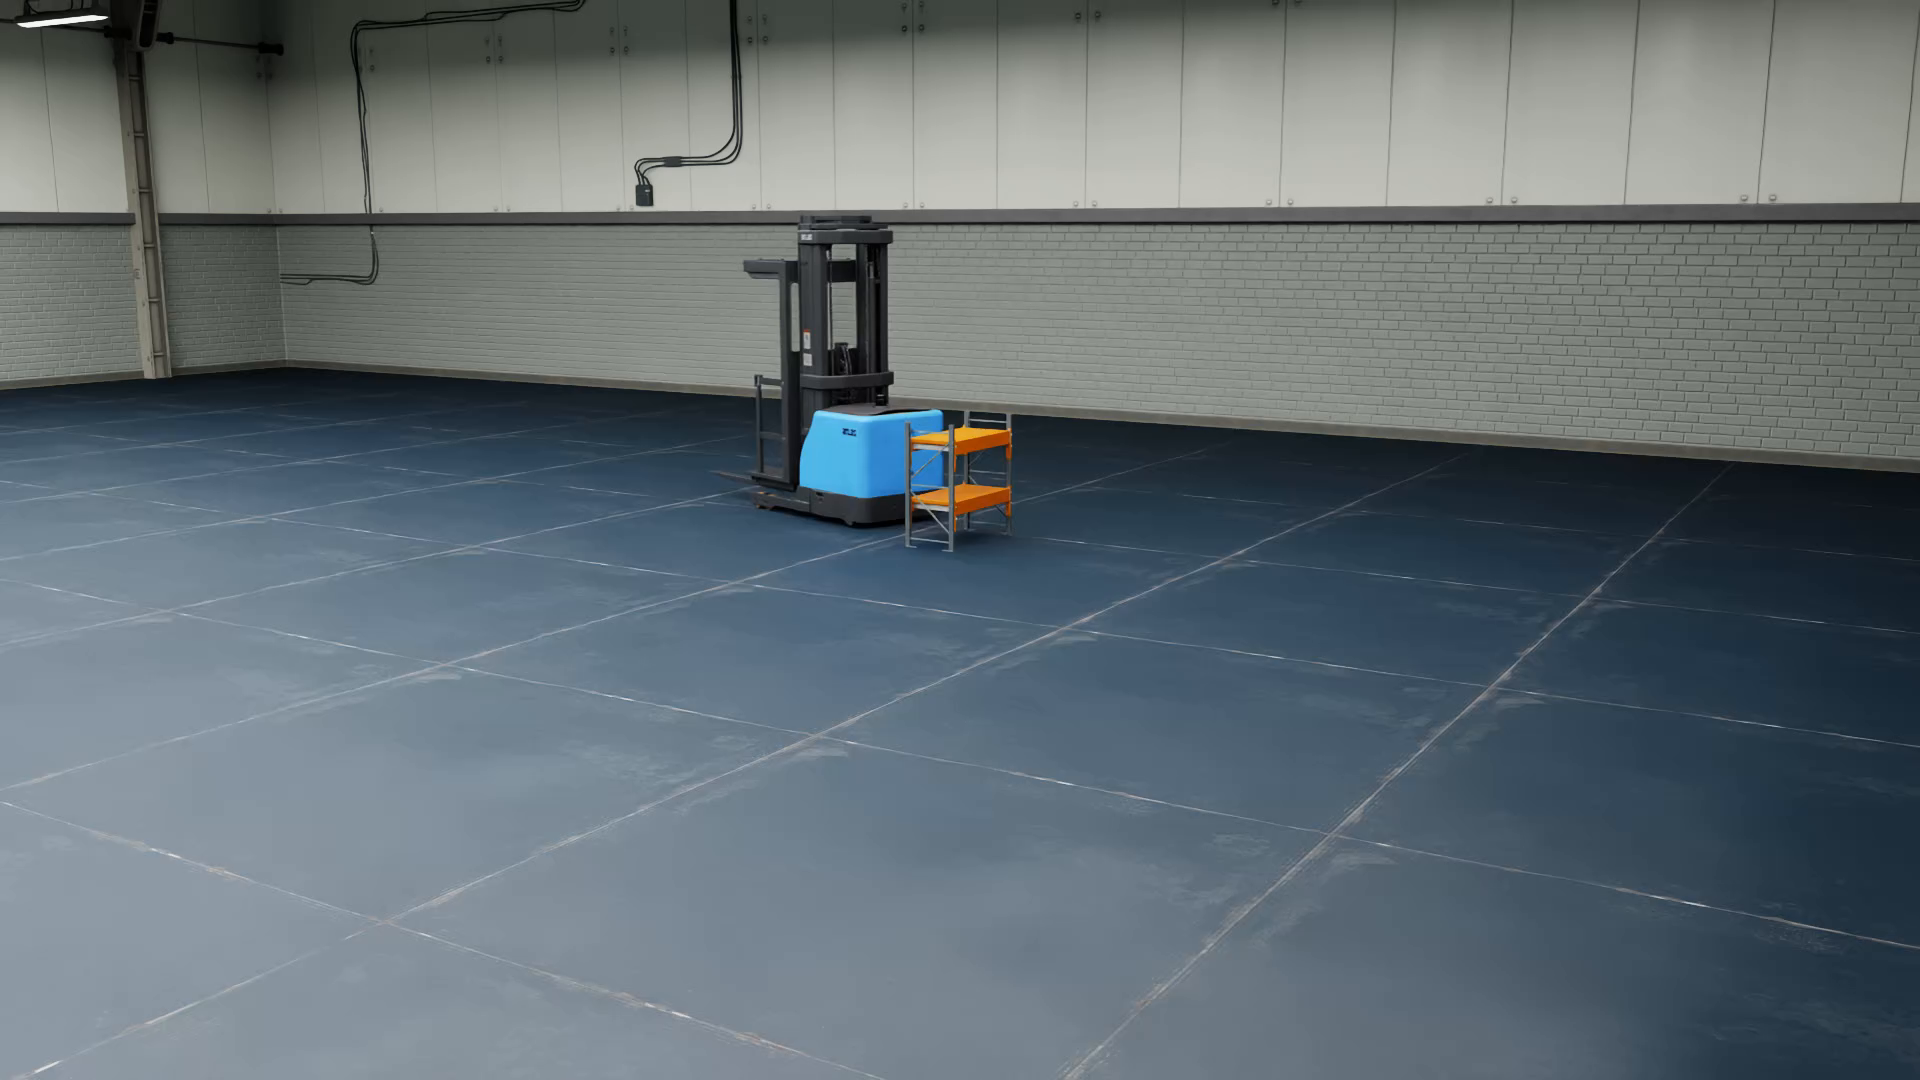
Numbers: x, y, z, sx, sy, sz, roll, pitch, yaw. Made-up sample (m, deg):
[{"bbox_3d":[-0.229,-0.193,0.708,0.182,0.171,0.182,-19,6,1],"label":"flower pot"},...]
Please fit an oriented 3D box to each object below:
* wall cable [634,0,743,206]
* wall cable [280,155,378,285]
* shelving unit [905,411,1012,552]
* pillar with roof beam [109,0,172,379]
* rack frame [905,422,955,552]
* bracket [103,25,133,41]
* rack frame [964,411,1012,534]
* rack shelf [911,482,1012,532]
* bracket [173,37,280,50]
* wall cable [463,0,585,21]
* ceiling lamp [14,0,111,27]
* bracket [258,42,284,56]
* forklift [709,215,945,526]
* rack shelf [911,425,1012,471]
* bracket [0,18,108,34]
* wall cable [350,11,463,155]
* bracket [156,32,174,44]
[{"bbox_3d":[-4.604,-8.631,27.658,2.305,6.003,0.169,6,12,31],"label":"wall cable"},{"bbox_3d":[-12.709,-6.343,33.114,3.097,2.526,0.112,6,12,31],"label":"wall cable"},{"bbox_3d":[-0.003,-0.552,15.141,0.538,1.125,1.048,6,12,31],"label":"shelving unit"},{"bbox_3d":[-11.690,-7.121,28.832,9.100,9.000,0.548,6,12,31],"label":"pillar with roof beam"},{"bbox_3d":[-0.267,-0.472,14.714,0.500,1.125,0.032,6,12,31],"label":"rack frame"},{"bbox_3d":[-15.281,-9.202,30.168,0.235,0.232,0.430,6,12,31],"label":"bracket"},{"bbox_3d":[0.260,-0.632,15.568,0.500,1.125,0.032,6,12,31],"label":"rack frame"},{"bbox_3d":[-0.003,-0.312,15.186,0.538,0.278,1.000,6,12,31],"label":"rack shelf"},{"bbox_3d":[-13.926,-9.613,32.360,0.076,0.066,3.189,6,12,31],"label":"bracket"},{"bbox_3d":[-7.752,-10.507,29.271,3.097,2.526,0.112,6,12,31],"label":"wall cable"},{"bbox_3d":[-13.316,-9.340,24.822,2.000,3.185,0.800,6,12,31],"label":"ceiling lamp"},{"bbox_3d":[-13.620,-9.705,32.856,0.235,0.232,0.430,6,12,31],"label":"bracket"},{"bbox_3d":[-1.484,-1.795,16.873,1.130,2.935,3.031,-9,14,-40],"label":"forklift"},{"bbox_3d":[-0.003,-0.840,15.087,0.538,0.278,1.000,6,12,31],"label":"rack shelf"},{"bbox_3d":[-16.619,-8.797,28.003,0.076,0.066,4.783,6,12,31],"label":"bracket"},{"bbox_3d":[-10.397,-8.567,31.269,3.097,2.526,0.112,6,12,31],"label":"wall cable"},{"bbox_3d":[-14.850,-9.333,30.865,0.235,0.232,0.430,6,12,31],"label":"bracket"}]
